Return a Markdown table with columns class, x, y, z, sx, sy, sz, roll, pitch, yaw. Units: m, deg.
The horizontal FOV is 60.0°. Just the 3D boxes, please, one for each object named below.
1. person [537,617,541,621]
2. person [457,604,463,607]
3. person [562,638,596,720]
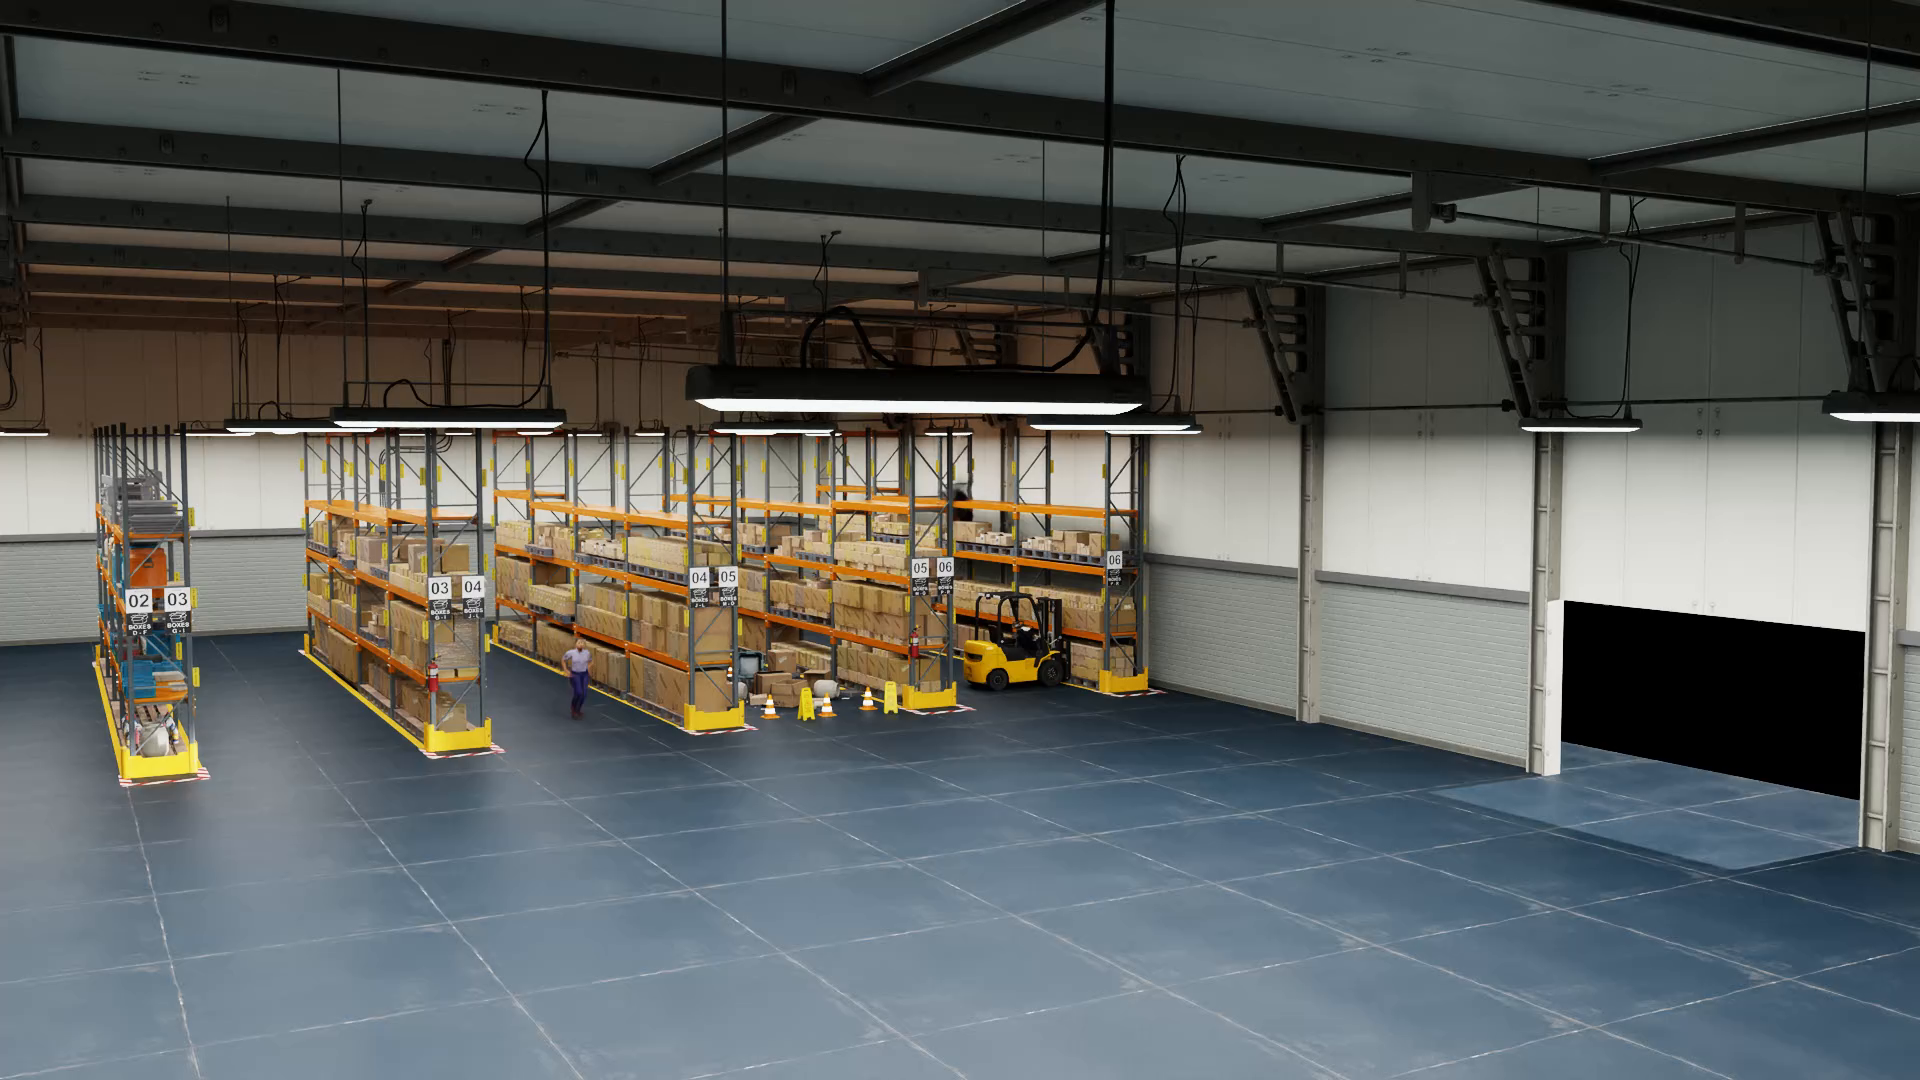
| class | x | y | z | sx | sy | sz | roll | pitch | yaw |
| --- | --- | --- | --- | --- | --- | --- | --- | --- | --- |
| person | -12.359 | 1.941 | 48.351 | 0.520 | 1.704 | 0.666 | 1 | 4 | 20 |
| person | -13.947 | 2.111 | 45.686 | 0.730 | 1.705 | 0.638 | 0 | 3 | 1 |
| person | -7.790 | 2.853 | 34.171 | 0.656 | 1.672 | 0.631 | -2 | 4 | -35 |
